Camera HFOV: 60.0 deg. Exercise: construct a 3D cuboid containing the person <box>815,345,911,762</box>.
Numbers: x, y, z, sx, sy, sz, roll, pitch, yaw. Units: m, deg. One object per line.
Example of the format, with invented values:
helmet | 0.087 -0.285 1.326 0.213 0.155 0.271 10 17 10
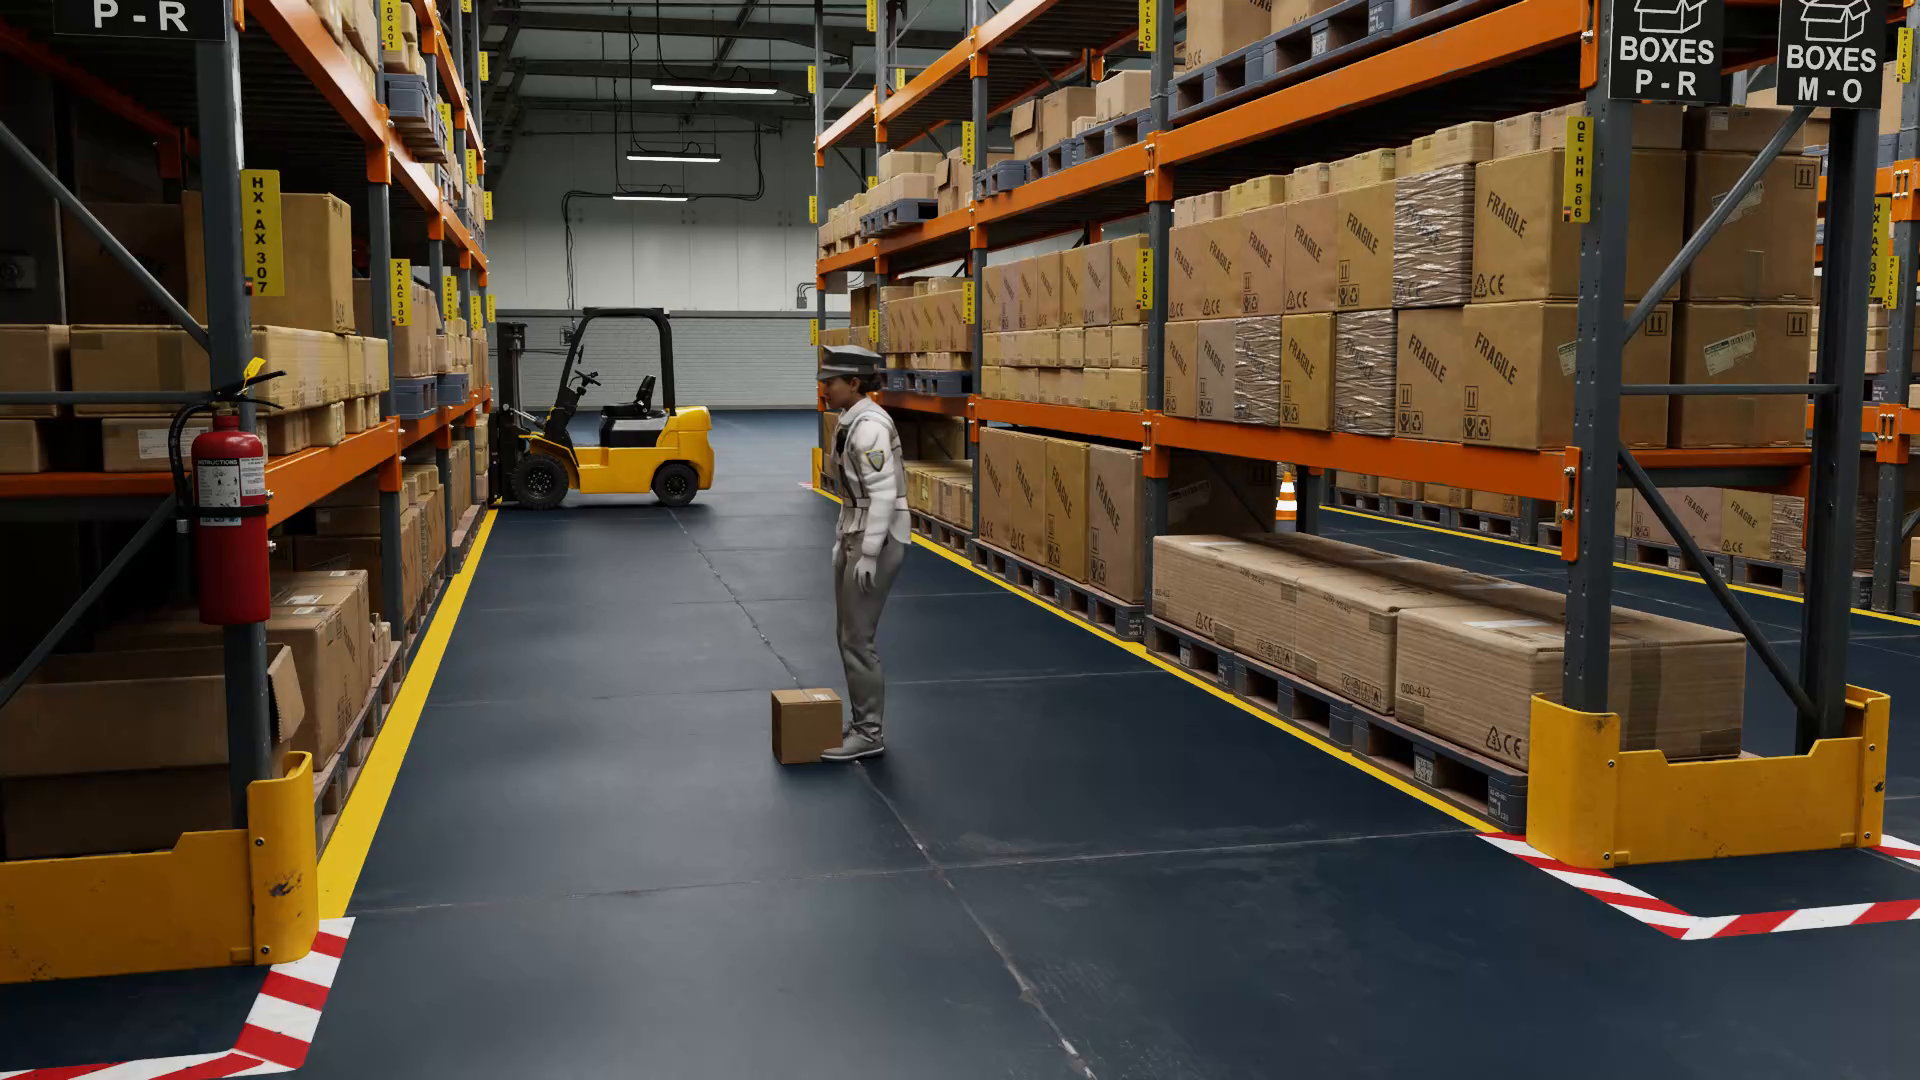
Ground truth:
person | -0.410 0.046 6.744 0.405 1.663 0.531 -2 6 -15
